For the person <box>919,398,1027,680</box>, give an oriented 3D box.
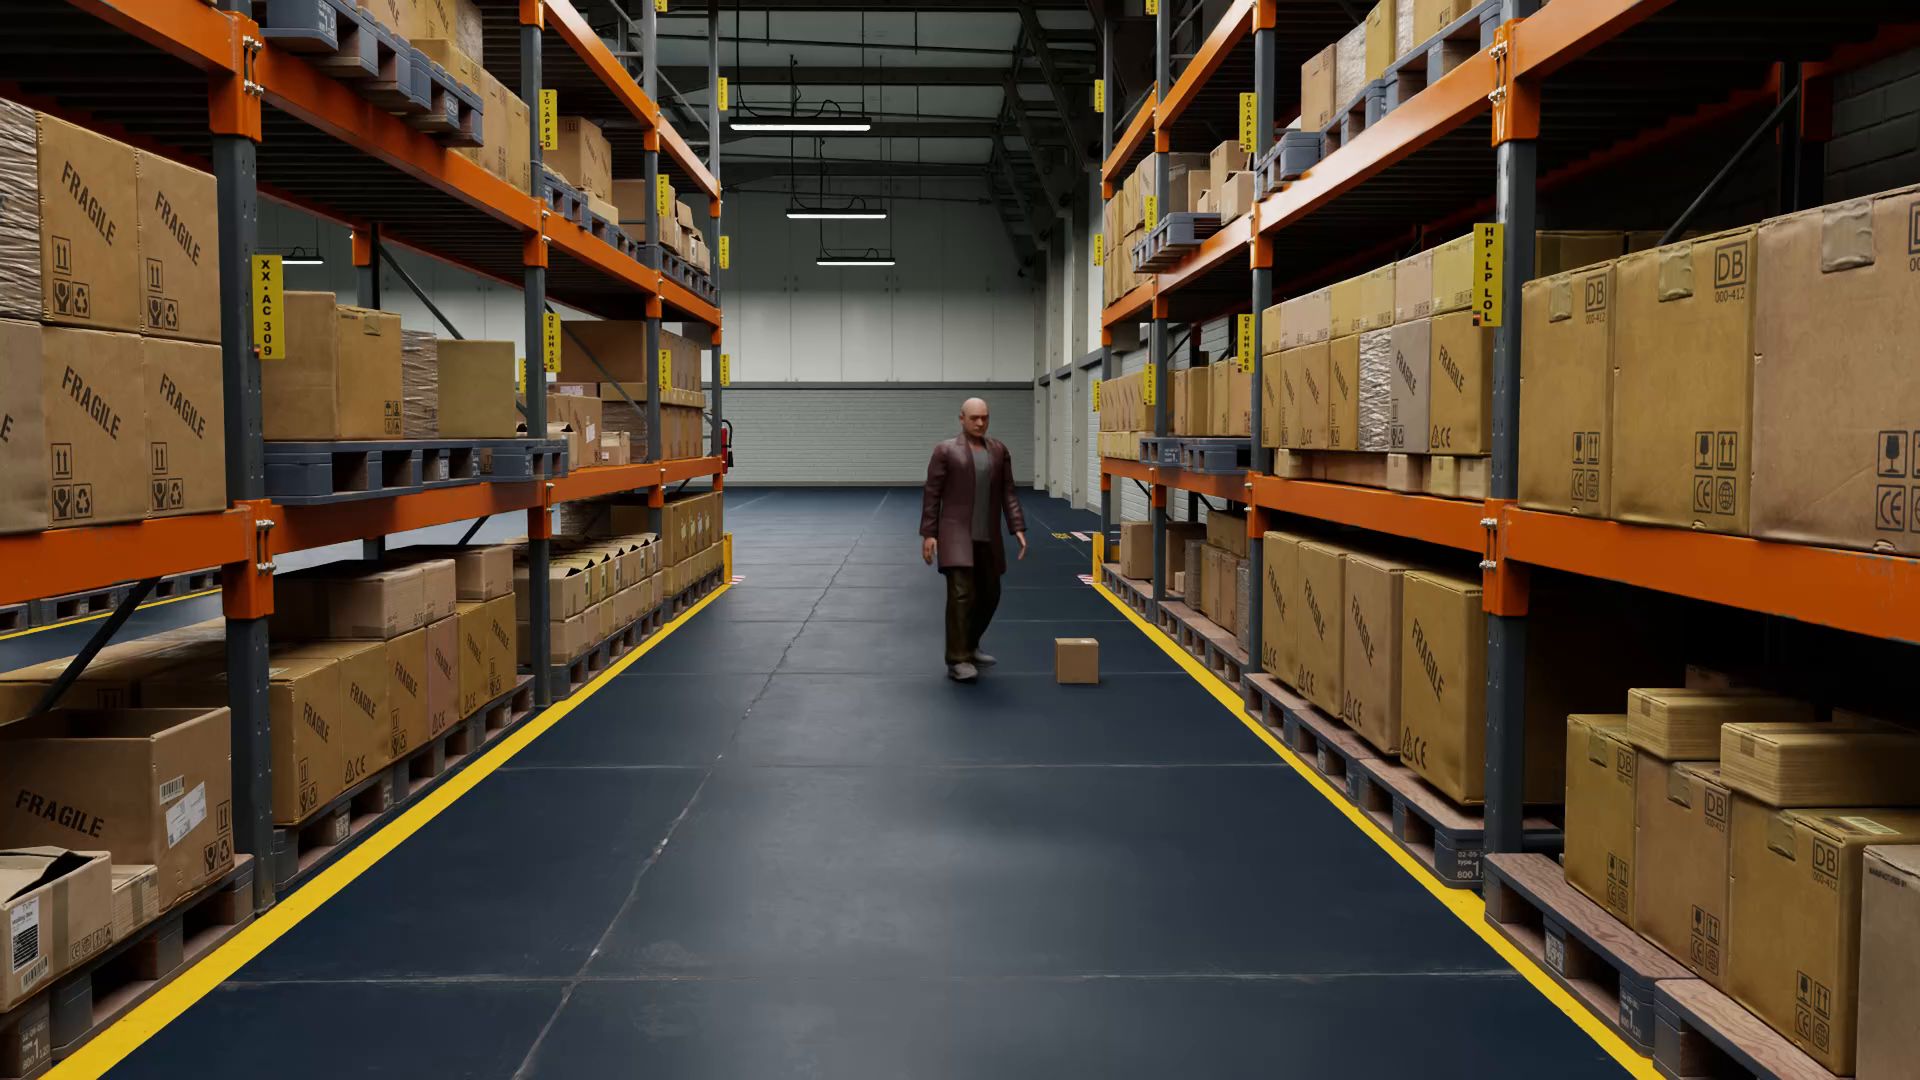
[{"bbox_3d":[0.076,-0.025,10.631,0.684,1.760,0.809,-2,4,-26],"label":"person"}]
